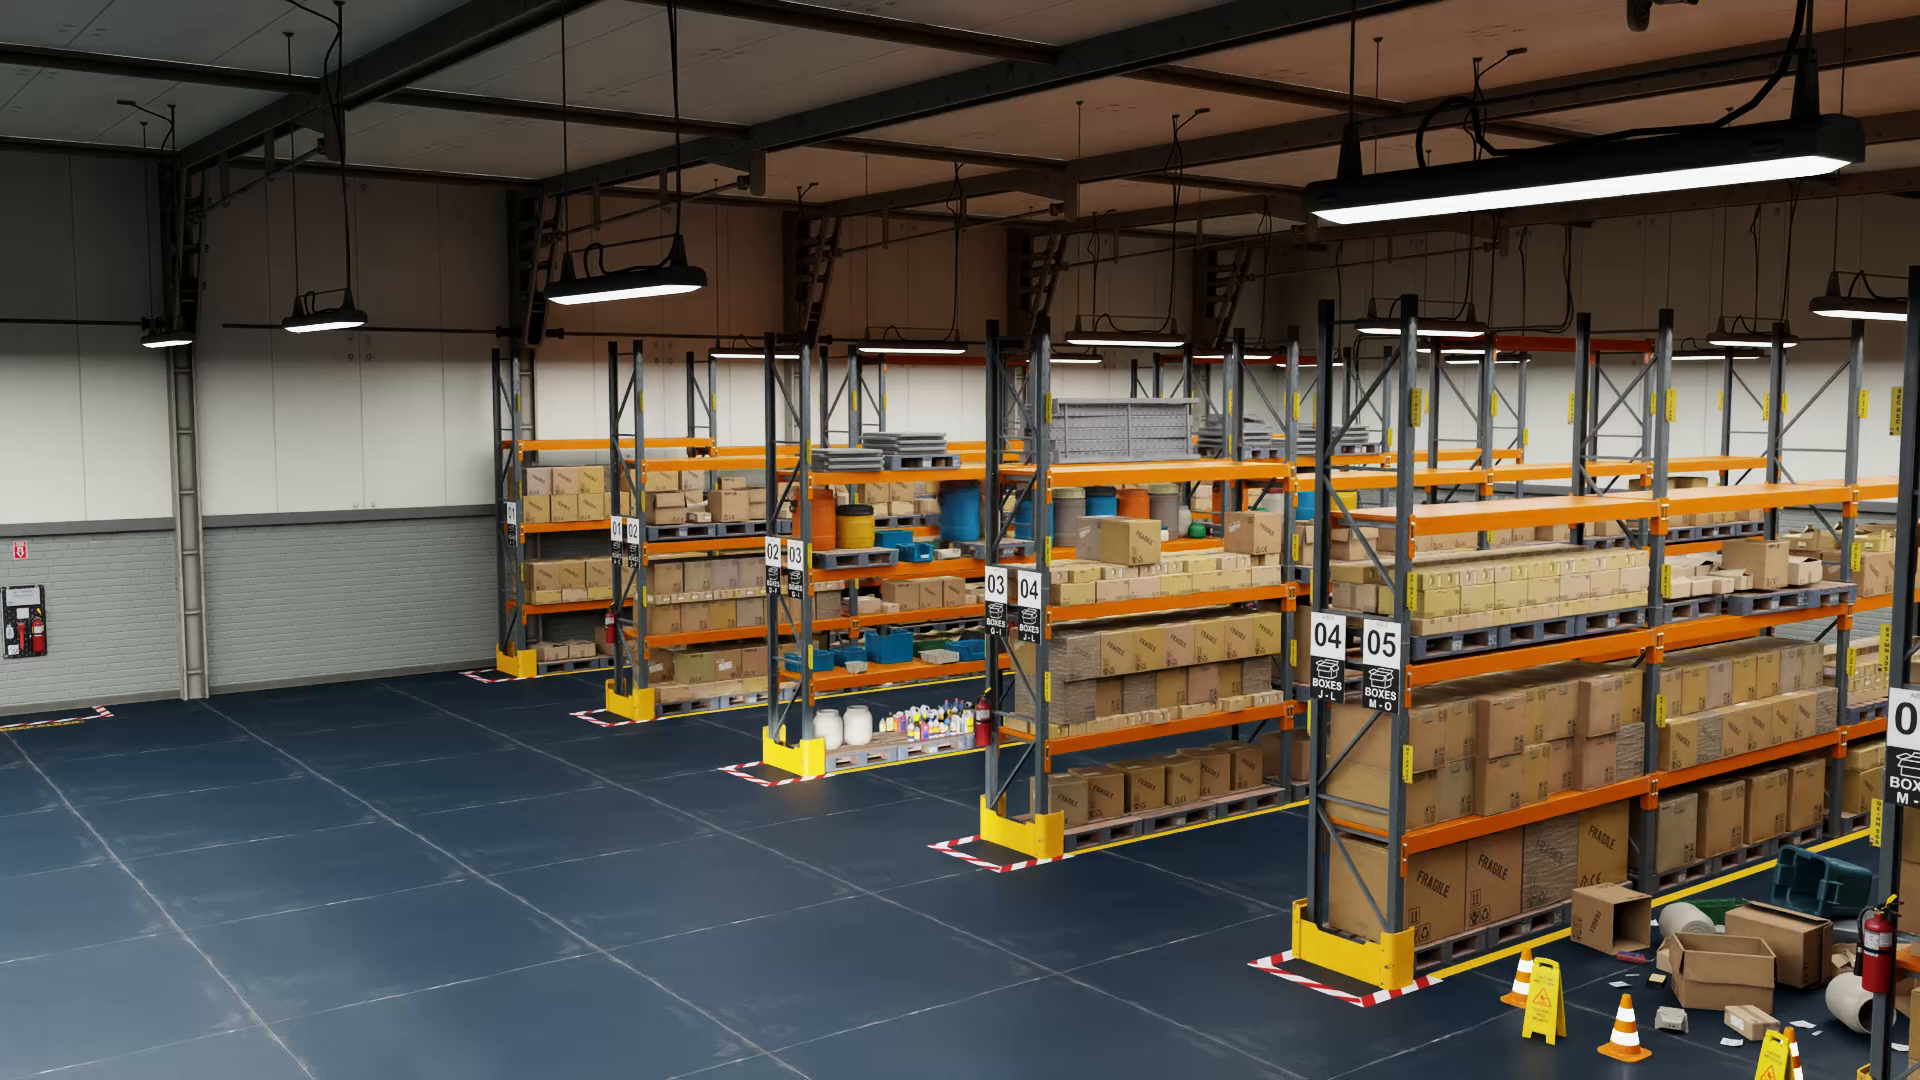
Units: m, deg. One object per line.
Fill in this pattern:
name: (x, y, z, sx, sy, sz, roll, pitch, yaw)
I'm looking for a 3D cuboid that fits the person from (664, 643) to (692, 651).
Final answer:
person: (-5.195, 1.608, 30.513, 0.652, 1.698, 1.109, 2, 6, 24)
